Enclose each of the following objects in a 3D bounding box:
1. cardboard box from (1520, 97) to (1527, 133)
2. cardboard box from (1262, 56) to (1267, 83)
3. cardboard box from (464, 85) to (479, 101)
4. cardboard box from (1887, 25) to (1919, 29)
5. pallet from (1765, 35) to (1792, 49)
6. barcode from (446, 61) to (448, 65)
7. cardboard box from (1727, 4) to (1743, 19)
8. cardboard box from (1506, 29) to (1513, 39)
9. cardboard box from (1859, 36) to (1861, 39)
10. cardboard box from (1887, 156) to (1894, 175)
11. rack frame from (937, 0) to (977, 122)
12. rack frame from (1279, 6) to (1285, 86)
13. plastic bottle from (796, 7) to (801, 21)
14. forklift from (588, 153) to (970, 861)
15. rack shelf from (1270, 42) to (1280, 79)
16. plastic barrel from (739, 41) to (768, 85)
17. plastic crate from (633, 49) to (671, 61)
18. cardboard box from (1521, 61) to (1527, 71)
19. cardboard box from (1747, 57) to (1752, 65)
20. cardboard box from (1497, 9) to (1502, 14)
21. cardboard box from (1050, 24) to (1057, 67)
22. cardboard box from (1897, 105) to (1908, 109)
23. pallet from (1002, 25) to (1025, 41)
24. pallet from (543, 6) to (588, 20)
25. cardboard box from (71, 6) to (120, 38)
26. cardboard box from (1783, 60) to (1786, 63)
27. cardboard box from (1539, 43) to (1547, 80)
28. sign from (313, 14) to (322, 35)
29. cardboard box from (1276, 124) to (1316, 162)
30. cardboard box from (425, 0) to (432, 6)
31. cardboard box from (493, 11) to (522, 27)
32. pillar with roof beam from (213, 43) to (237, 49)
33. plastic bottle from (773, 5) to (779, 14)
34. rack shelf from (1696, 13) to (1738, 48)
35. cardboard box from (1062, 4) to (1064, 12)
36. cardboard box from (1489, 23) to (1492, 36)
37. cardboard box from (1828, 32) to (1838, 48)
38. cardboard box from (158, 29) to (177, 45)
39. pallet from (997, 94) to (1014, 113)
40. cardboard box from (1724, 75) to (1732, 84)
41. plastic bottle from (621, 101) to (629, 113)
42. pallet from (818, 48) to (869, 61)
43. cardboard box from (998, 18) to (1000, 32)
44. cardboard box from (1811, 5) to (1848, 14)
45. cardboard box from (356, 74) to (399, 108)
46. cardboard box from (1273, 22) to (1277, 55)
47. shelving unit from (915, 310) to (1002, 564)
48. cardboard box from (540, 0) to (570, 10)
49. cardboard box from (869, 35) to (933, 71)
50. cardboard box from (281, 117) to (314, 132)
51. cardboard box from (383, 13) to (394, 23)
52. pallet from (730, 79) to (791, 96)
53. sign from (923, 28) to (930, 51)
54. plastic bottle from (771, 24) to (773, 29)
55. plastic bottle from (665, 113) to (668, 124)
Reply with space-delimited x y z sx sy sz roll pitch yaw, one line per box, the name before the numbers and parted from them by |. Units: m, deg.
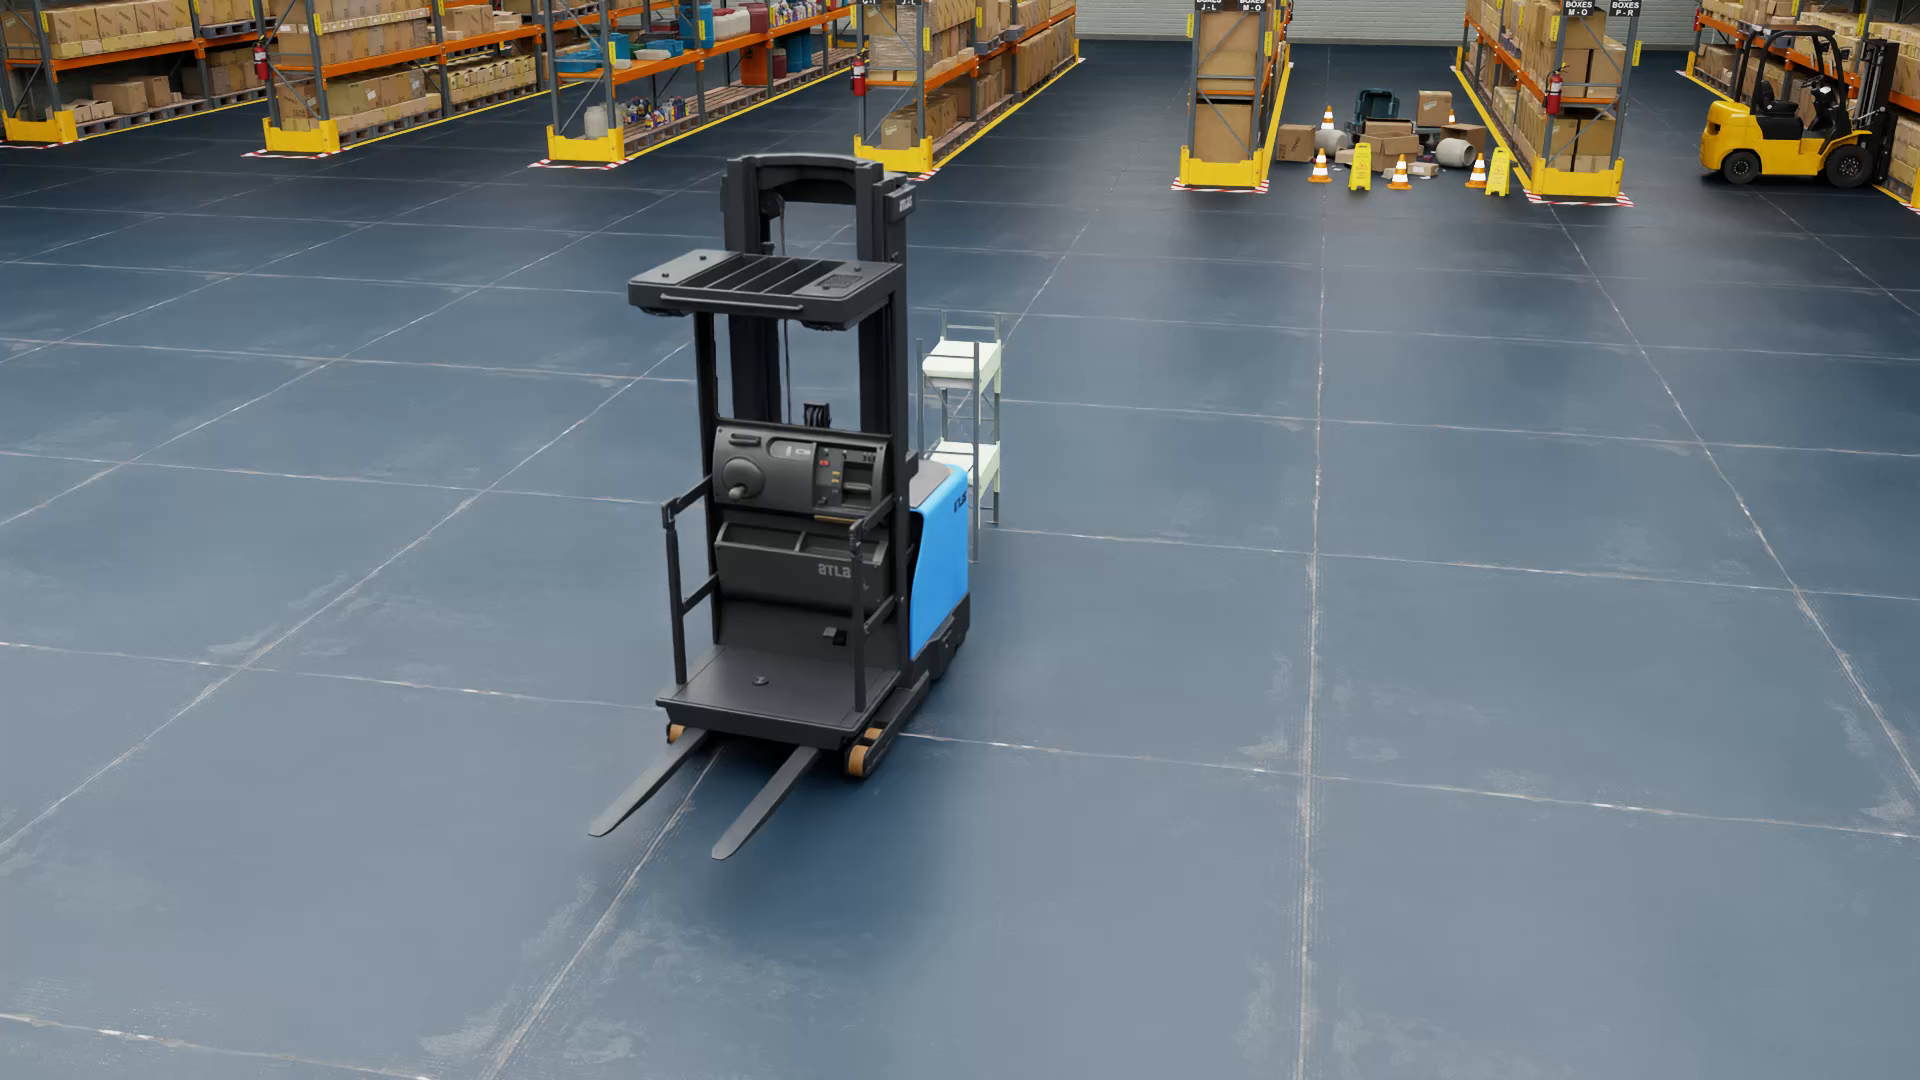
cardboard box | 9.005 -6.605 25.852 0.500 0.500 0.500 5 23 13
cardboard box | 4.164 -7.214 25.049 0.875 0.550 0.550 4 22 11
cardboard box | -9.481 -8.476 31.503 0.500 0.250 0.500 5 22 12
cardboard box | 13.984 -7.547 24.677 0.380 0.149 0.250 4 22 10
pallet | 15.233 -8.979 29.891 1.213 0.211 1.003 4 22 11
barcode | -9.451 -8.793 30.643 0.001 0.075 0.075 4 22 11
cardboard box | 15.933 -10.736 33.797 0.500 0.250 0.500 5 22 11
cardboard box | 9.788 -8.869 29.135 0.380 0.149 0.250 5 22 11
cardboard box | 14.200 -7.841 25.806 0.380 0.149 0.250 5 23 13
cardboard box | 13.540 -5.368 23.786 0.500 0.250 0.500 5 22 11
rack frame | -0.214 -8.485 28.406 1.000 3.000 0.127 4 22 11
rack frame | 6.253 -10.995 34.640 1.000 3.000 0.127 4 22 11
plastic bottle | -3.446 -11.110 35.090 0.152 0.276 0.135 4 22 11
forklift | -0.884 -0.329 8.247 1.130 2.935 3.031 7 23 17
rack shelf | 5.029 -8.467 29.326 1.077 0.370 4.000 4 22 11
plastic barrel | -4.163 -9.694 33.750 0.600 0.830 0.708 4 22 11
plastic crate | -5.146 -8.127 27.870 0.530 0.136 0.437 4 22 11
cardboard box | 9.109 -7.522 26.352 0.380 0.149 0.250 4 22 11
cardboard box | 15.666 -9.396 32.584 0.380 0.149 0.250 4 22 9
cardboard box | 10.153 -9.911 30.476 0.500 0.500 0.500 4 22 9
cardboard box | 1.631 -10.855 36.573 0.875 0.875 0.875 4 22 11
cardboard box | 14.348 -6.354 24.896 0.500 0.250 0.500 4 22 10
pallet | 0.561 -9.590 31.407 1.213 0.211 1.003 4 22 11
pallet | -8.703 -11.327 35.719 1.003 0.211 1.213 4 22 11
cardboard box | -14.964 -8.962 28.762 0.500 0.500 0.500 4 22 9
cardboard box | 15.962 -9.079 31.797 0.380 0.149 0.250 5 22 12
cardboard box | 8.619 -6.853 23.822 0.500 0.500 0.500 5 22 11
sign | -10.185 -8.172 26.365 0.100 0.325 0.005 4 22 11
cardboard box | 5.309 -6.265 26.238 0.500 0.500 0.500 8 23 20
cardboard box | -13.002 -12.880 38.917 0.980 0.700 0.700 5 22 12
cardboard box | -9.212 -10.533 33.611 0.500 0.311 0.500 6 23 14
pillar with roof beam | -10.843 -13.126 31.898 9.100 9.000 0.400 4 22 11
plastic bottle | -3.938 -11.240 35.413 0.152 0.276 0.135 4 22 11
rack shelf | 16.388 -10.676 34.809 1.077 0.370 4.000 4 22 11
cardboard box | 2.121 -11.947 37.339 0.380 0.149 0.250 4 22 9
cardboard box | 10.360 -9.698 31.620 0.500 0.250 0.500 4 22 10
cardboard box | 14.405 -8.089 26.955 0.500 0.250 0.500 5 22 12
cardboard box | -14.671 -9.179 30.304 0.500 0.250 0.500 5 22 11
pallet | 0.441 -8.368 31.850 1.003 0.211 1.213 4 22 11
cardboard box | 15.806 -9.377 33.874 0.380 0.149 0.250 4 22 9
plastic bottle | -5.759 -7.350 28.544 0.144 0.351 0.185 4 22 10
pallet | -2.820 -11.659 40.020 1.003 0.211 1.213 4 22 11
cardboard box | 0.526 -9.450 30.419 0.396 0.266 0.258 4 22 9
cardboard box | 15.422 -9.233 29.567 0.500 0.500 0.500 6 23 13
cardboard box | -10.091 -7.773 28.754 0.500 0.500 0.500 4 22 11
cardboard box | 5.199 -8.655 28.695 0.500 0.500 0.500 4 22 11
shelving unit | -0.001 -0.693 11.067 0.431 1.500 0.755 4 22 11
cardboard box | -8.703 -11.504 35.207 0.700 0.500 0.500 9 24 21
cardboard box | -0.891 -7.405 25.194 0.875 0.500 0.500 4 22 11
cardboard box | -10.907 -6.916 27.630 0.500 0.250 0.500 4 22 11
cardboard box | -10.017 -9.008 28.704 0.380 0.149 0.250 5 22 12
pallet | -4.126 -9.323 34.220 1.003 0.211 1.213 4 22 11
sign | -0.499 -7.382 24.509 0.100 0.325 0.005 4 22 11
plastic bottle | -3.842 -10.401 33.331 0.152 0.276 0.135 4 22 11
plastic bottle | -5.051 -7.218 28.418 0.097 0.201 0.097 0 22 0
